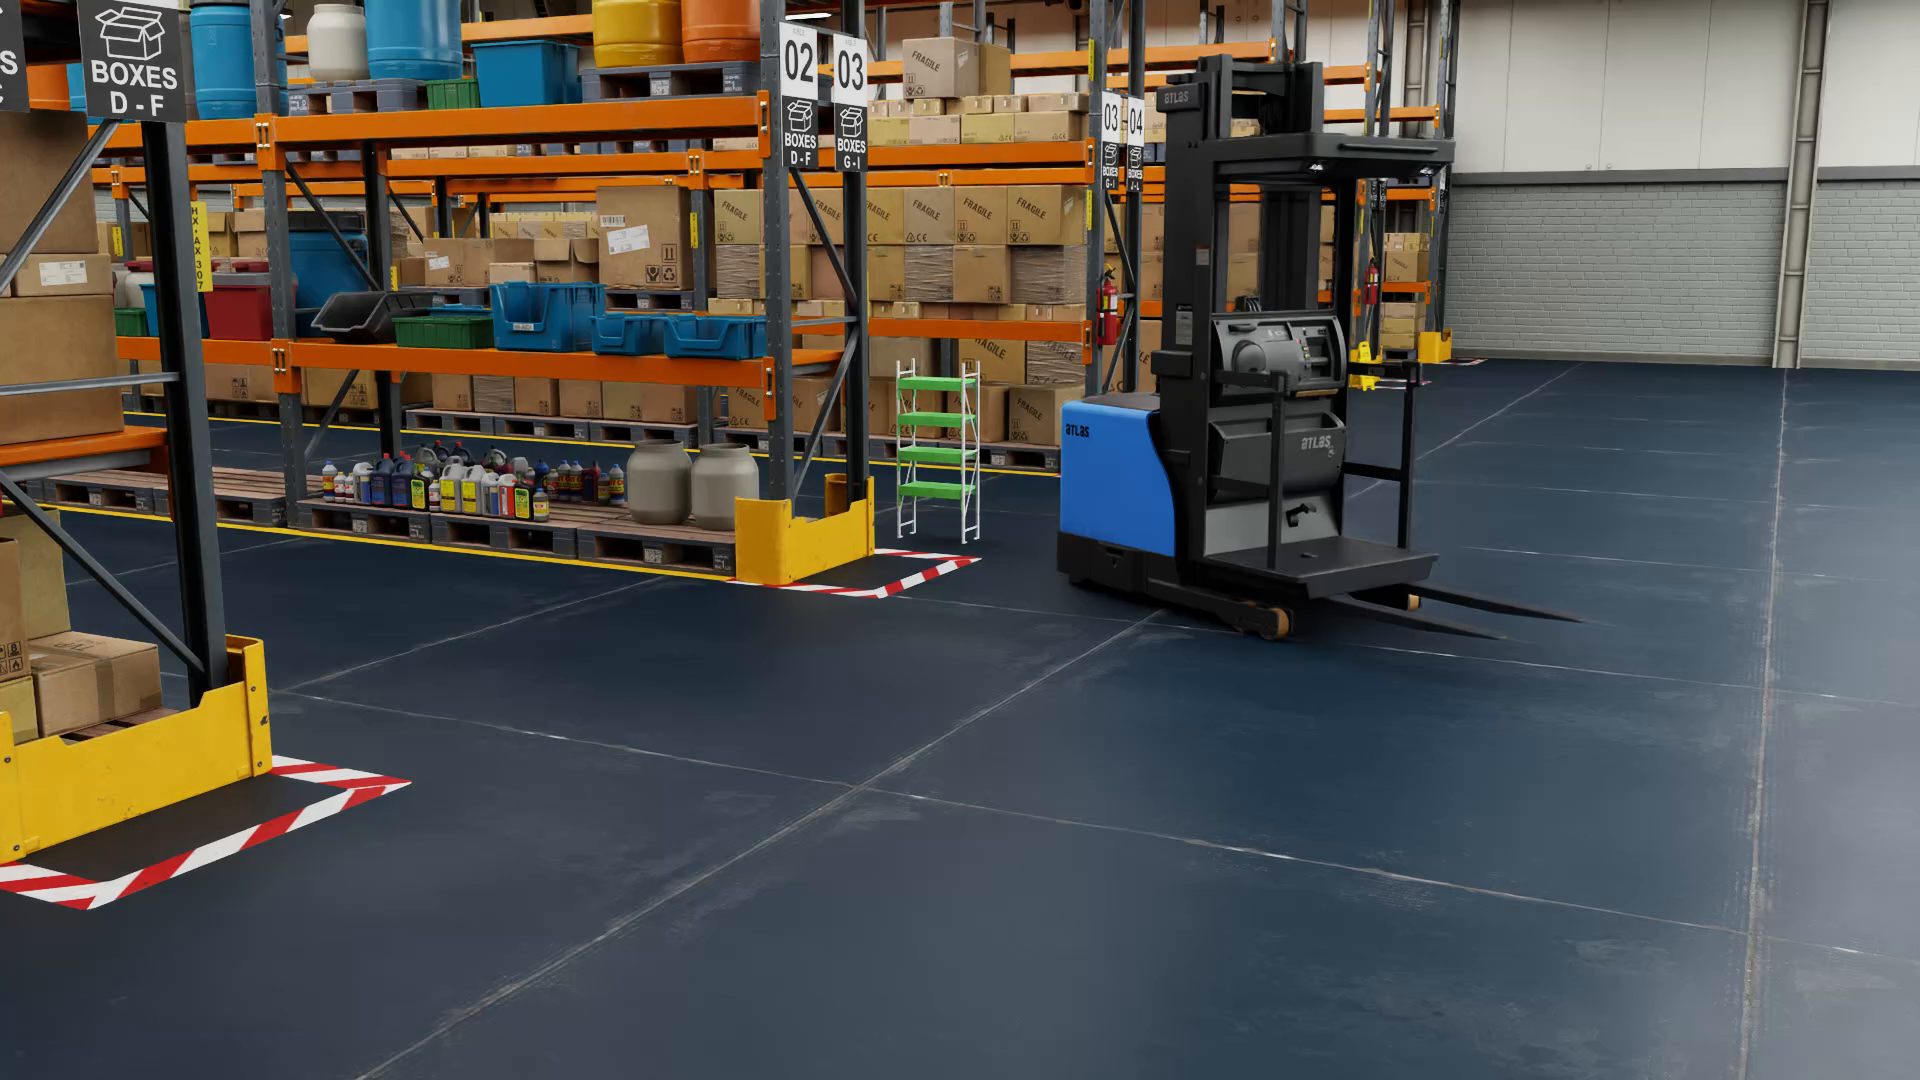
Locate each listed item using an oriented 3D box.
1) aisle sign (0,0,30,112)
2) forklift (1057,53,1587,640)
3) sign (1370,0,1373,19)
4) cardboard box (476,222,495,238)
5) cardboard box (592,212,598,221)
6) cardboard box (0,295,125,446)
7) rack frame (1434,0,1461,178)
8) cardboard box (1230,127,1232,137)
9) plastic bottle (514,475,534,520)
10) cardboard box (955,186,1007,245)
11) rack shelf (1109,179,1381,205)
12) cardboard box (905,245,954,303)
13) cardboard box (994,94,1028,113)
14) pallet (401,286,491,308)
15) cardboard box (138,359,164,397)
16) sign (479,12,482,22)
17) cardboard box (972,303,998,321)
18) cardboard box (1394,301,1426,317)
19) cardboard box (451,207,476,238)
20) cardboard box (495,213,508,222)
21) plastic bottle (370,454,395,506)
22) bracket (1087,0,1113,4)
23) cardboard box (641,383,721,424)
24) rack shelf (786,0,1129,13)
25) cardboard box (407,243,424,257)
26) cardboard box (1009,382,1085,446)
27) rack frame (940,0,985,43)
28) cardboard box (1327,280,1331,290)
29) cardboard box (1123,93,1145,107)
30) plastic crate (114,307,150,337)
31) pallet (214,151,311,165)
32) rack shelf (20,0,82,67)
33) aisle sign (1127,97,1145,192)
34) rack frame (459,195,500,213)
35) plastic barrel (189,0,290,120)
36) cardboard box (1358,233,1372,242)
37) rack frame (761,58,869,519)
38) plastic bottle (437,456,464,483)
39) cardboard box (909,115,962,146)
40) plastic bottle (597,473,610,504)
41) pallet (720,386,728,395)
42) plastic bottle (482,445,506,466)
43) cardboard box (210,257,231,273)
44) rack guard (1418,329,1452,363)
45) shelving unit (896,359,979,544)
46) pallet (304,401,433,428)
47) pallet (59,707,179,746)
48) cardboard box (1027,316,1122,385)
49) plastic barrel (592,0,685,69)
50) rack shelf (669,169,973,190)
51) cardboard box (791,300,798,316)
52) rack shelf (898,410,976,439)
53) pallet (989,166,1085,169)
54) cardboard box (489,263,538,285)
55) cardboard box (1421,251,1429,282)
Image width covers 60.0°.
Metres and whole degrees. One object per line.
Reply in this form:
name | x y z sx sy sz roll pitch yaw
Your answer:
aisle sign | -3.120 -1.750 5.179 0.004 0.787 0.394 5 11 26
forklift | 1.834 -1.032 8.702 1.130 2.935 3.031 -7 12 -35
sign | 5.459 -7.090 22.071 0.005 0.325 0.100 5 11 26
cardboard box | -8.321 -5.406 29.591 0.500 0.500 0.500 5 11 25
cardboard box | -6.098 -5.544 28.528 0.250 0.149 0.380 5 11 25
cardboard box | -3.462 -0.611 5.904 0.500 0.500 0.700 5 11 26
rack frame | 7.916 -7.433 27.031 0.127 3.000 1.000 5 11 26
cardboard box | 2.949 -4.489 18.436 0.250 0.149 0.380 5 11 26
plastic bottle | -2.807 -0.275 10.718 0.133 0.283 0.061 5 12 27
cardboard box | 0.284 -2.835 14.548 0.500 0.500 0.500 5 11 26
rack shelf | 3.929 -4.967 23.851 4.000 0.370 1.077 5 11 26
cardboard box | -0.074 -2.415 15.034 0.500 0.500 0.875 5 11 26
cardboard box | 0.475 -3.719 14.234 0.250 0.149 0.380 4 11 23
pallet | -5.150 -2.602 17.722 1.003 0.211 1.213 5 11 26
cardboard box | -8.841 -2.164 19.554 0.875 0.875 1.225 5 11 26
sign | -6.898 -7.413 23.856 0.005 0.325 0.100 5 11 26
cardboard box | 0.303 -2.024 14.698 0.250 0.149 0.380 5 11 26
cardboard box | 7.568 -3.894 28.060 0.500 0.250 0.500 5 11 25
cardboard box | -7.435 -4.597 24.283 0.500 0.500 0.500 5 12 27
cardboard box | -7.981 -5.689 29.329 0.250 0.149 0.380 5 12 28
plastic bottle | -3.900 -0.412 11.288 0.185 0.351 0.144 5 12 27
bracket | 2.525 -9.786 29.927 0.430 0.232 0.235 5 11 26
cardboard box | -2.790 -1.458 16.649 0.500 0.500 0.700 4 11 21
rack shelf | -0.456 -4.859 14.839 4.000 0.370 1.077 5 11 26
cardboard box | -7.697 -4.023 23.922 0.500 0.500 0.500 5 11 26
cardboard box | 0.785 -1.133 14.910 0.500 0.500 0.500 8 13 36
rack frame | 0.036 -6.156 19.978 0.127 3.000 1.000 5 11 26
cardboard box | 5.293 -3.559 23.180 0.250 0.149 0.380 5 12 28
cardboard box | 2.031 -4.962 18.810 0.250 0.149 0.380 5 11 25
plastic crate | -6.127 -1.617 12.337 0.662 0.188 0.450 5 11 26
pallet | -7.441 -4.248 18.389 1.213 0.211 1.003 6 12 28
rack shelf | -4.842 -1.803 6.366 4.000 0.370 1.077 5 11 26
aisle sign | 1.526 -3.427 14.444 0.004 0.787 0.394 5 11 26
rack frame | -8.626 -4.948 30.150 0.127 3.000 1.000 5 11 26
plastic barrel | -4.993 -3.357 11.527 0.708 0.901 0.600 5 11 26
cardboard box | 6.829 -5.052 27.786 0.250 0.149 0.380 5 11 26
rack frame | -0.854 -1.314 10.067 0.127 3.000 1.000 5 11 26
plastic bottle | -3.607 -0.460 11.761 0.135 0.276 0.152 5 11 26
cardboard box | -0.112 -3.585 14.615 0.500 0.250 0.500 5 12 27
plastic bottle | -2.435 -0.354 11.387 0.097 0.201 0.097 0 10 0
pallet | -2.877 -2.073 22.093 1.213 0.211 1.003 5 11 26
plastic bottle | -3.274 -0.497 11.756 0.185 0.351 0.144 5 11 25
cardboard box | -8.222 -2.945 18.797 0.500 0.500 0.500 5 11 25
rack guard | 7.937 -3.249 27.777 0.348 0.500 1.175 5 11 26
shelving unit | -0.148 -0.603 11.195 0.503 1.200 0.258 5 11 26
pallet | -6.510 -1.437 18.579 1.213 0.211 1.003 5 11 26
pallet | -3.753 0.795 6.242 1.213 0.211 1.003 5 11 26
cardboard box | 1.379 -2.234 19.940 0.875 0.875 0.875 5 11 26
plastic barrel | -1.932 -3.159 10.130 0.600 0.588 0.600 0 10 0
rack shelf | -1.758 -4.484 21.180 4.000 0.370 1.077 5 11 26
cardboard box | -1.506 -2.176 15.538 0.250 0.149 0.380 5 11 26
rack shelf | -0.148 -0.777 11.164 0.480 0.148 0.258 5 11 26
pallet | 0.765 -4.571 19.888 1.213 0.211 1.003 5 11 26
cardboard box | -4.435 -2.699 16.965 0.500 0.250 0.500 5 11 24
cardboard box | 7.594 -4.613 28.017 0.500 0.500 0.500 5 12 28
